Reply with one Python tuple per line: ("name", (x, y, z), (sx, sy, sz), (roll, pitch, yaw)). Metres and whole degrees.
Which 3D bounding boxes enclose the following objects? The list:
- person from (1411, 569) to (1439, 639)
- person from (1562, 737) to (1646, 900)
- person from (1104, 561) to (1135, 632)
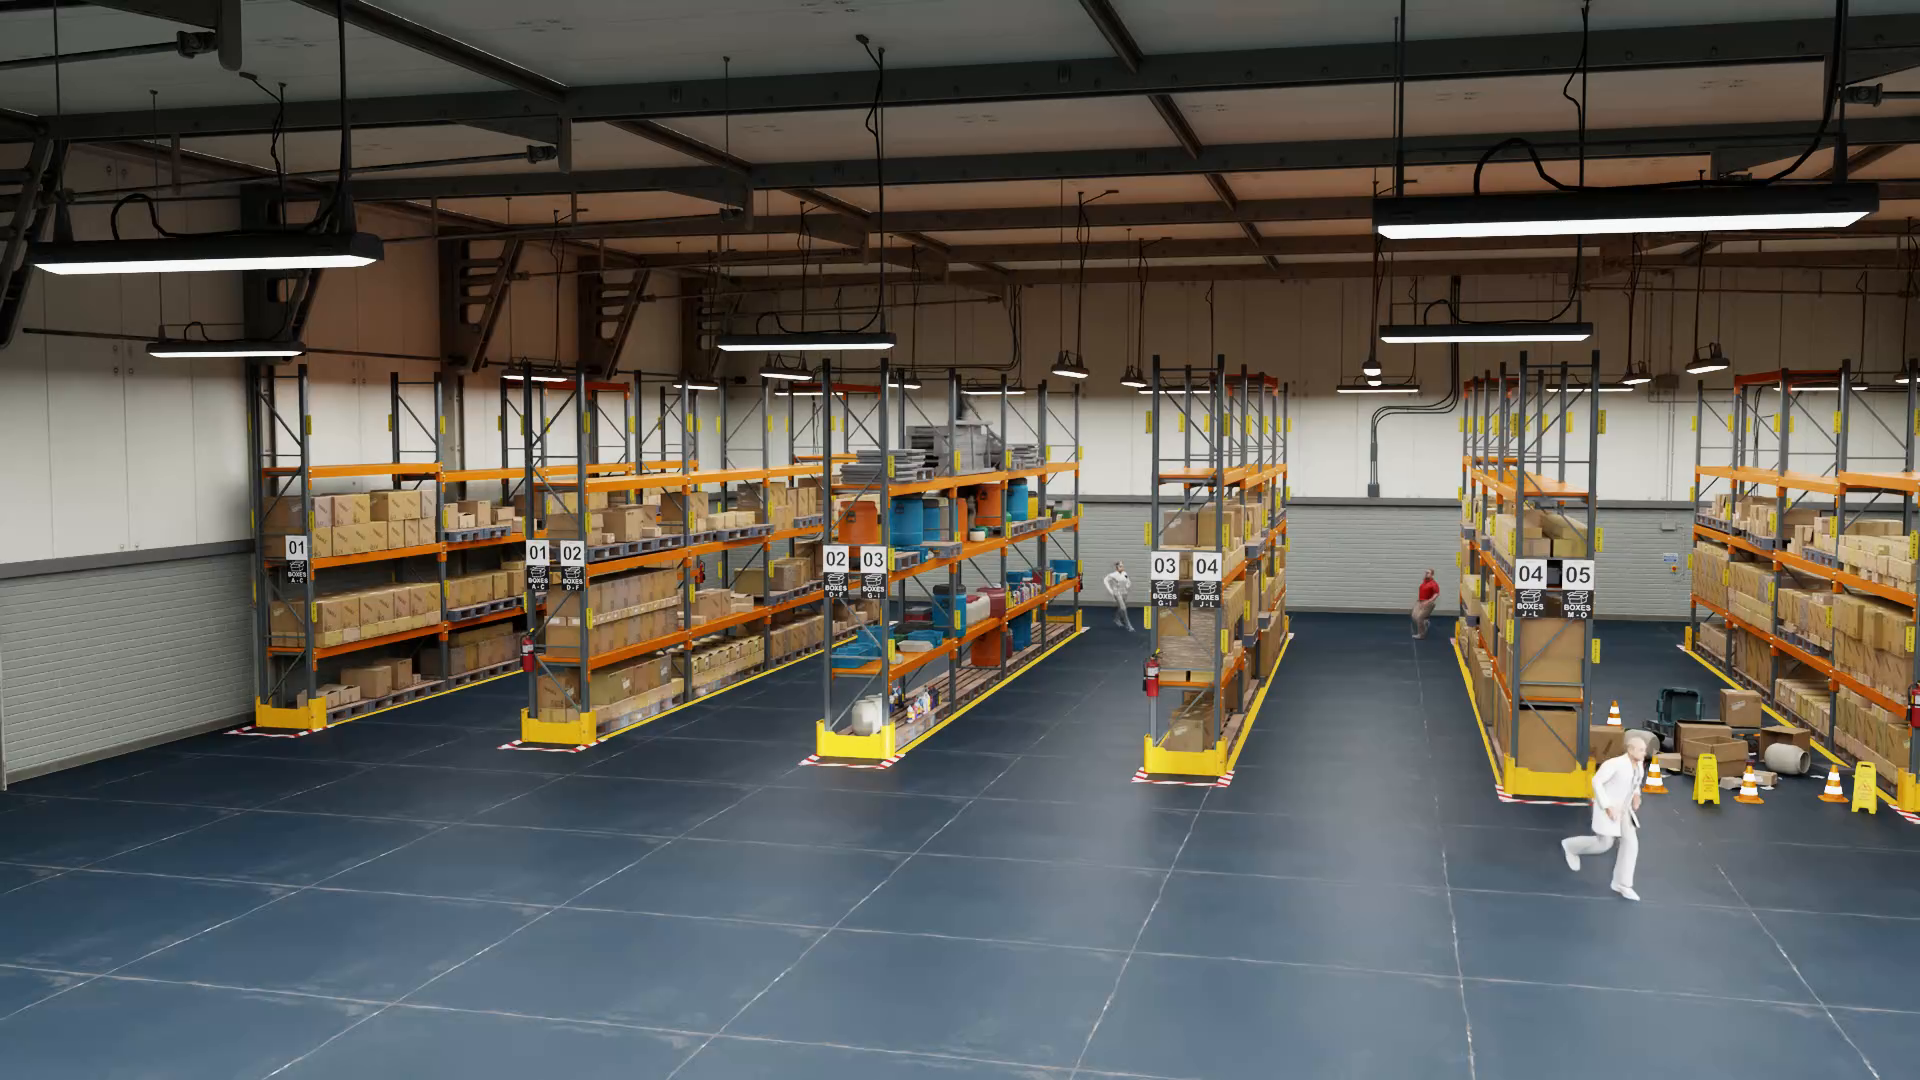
("person", (10.900, 1.499, 38.870), (0.550, 1.650, 0.699), (-1, 4, -21))
("person", (6.966, 2.933, 17.952), (0.724, 1.740, 0.995), (-3, 5, -37))
("person", (3.889, 1.355, 40.554), (0.637, 1.701, 0.895), (-2, 5, -30))
